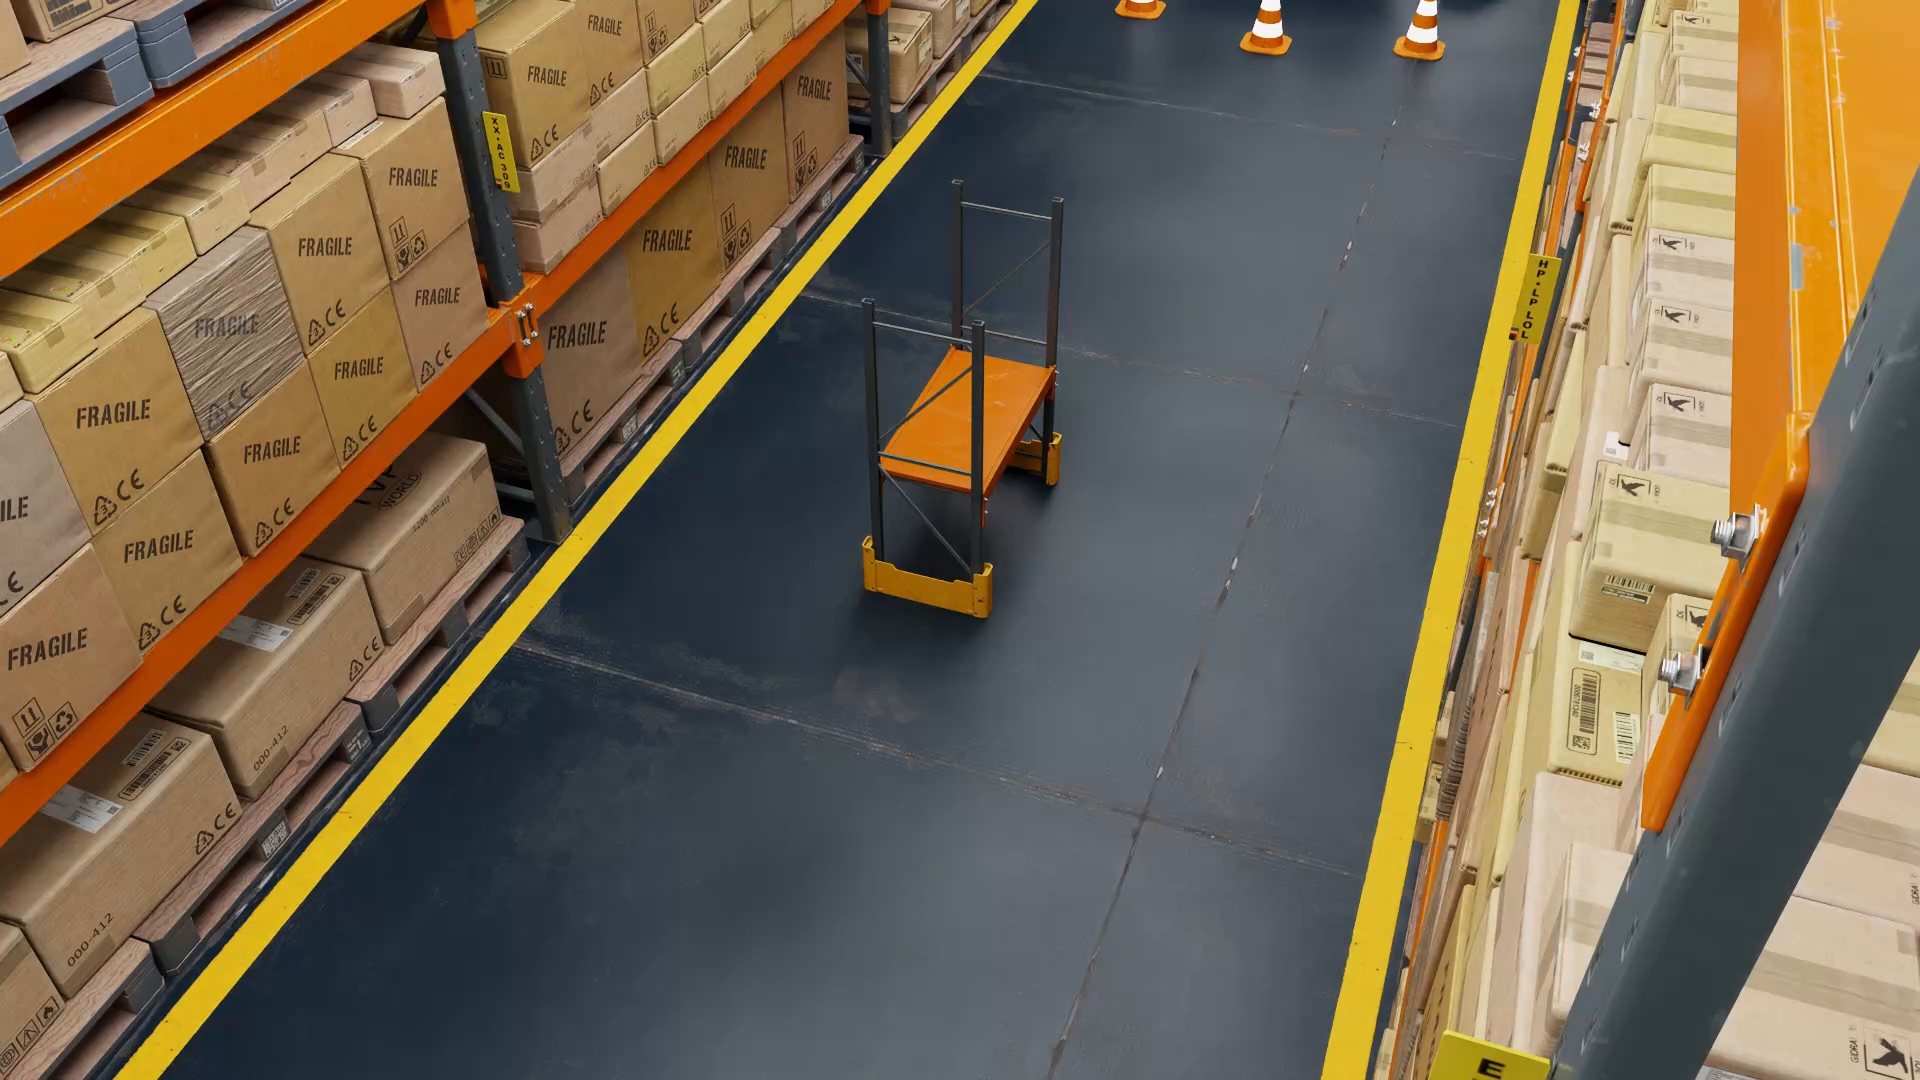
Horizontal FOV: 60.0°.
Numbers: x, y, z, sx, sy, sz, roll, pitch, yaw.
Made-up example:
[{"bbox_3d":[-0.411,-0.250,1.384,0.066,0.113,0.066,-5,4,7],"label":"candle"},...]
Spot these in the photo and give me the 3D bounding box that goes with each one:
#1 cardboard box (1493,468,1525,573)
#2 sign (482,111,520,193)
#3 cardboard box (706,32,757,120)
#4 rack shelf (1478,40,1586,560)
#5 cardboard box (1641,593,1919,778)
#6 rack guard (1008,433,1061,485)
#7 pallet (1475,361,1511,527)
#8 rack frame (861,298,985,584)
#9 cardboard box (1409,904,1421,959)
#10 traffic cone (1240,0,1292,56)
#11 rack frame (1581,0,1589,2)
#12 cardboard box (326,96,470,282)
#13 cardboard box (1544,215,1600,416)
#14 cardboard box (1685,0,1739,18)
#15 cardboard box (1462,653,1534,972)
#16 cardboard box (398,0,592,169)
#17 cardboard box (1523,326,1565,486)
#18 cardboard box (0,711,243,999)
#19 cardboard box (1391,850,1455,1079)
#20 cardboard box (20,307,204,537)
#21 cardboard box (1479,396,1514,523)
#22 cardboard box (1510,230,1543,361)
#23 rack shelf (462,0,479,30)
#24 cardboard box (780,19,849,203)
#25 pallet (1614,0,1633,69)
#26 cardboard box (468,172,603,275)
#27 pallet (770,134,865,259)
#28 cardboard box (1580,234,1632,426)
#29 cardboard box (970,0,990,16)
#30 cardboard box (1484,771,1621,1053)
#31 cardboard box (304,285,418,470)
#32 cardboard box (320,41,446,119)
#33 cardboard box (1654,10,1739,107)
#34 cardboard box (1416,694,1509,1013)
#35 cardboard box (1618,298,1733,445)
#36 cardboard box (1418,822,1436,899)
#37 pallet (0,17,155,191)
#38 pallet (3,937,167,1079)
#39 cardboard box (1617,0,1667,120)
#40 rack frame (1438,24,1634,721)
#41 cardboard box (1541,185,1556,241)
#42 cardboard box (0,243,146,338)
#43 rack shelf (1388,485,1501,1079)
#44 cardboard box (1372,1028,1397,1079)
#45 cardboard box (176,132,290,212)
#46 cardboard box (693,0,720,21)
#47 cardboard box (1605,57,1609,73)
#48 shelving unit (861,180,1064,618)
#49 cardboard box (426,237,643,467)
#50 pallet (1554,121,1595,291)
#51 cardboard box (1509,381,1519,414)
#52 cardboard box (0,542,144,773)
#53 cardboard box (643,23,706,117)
[{"bbox_3d":[1.826,0.178,4.877,0.500,0.500,0.500,13,42,15],"label":"cardboard box"},{"bbox_3d":[-1.770,-1.494,6.416,0.100,0.325,0.005,13,42,15],"label":"sign"},{"bbox_3d":[-1.348,-2.338,8.248,0.500,0.250,0.500,13,42,14],"label":"cardboard box"},{"bbox_3d":[3.078,-1.166,7.314,1.077,0.370,4.000,13,42,15],"label":"rack shelf"},{"bbox_3d":[1.128,0.240,2.223,0.380,0.149,0.250,12,42,14],"label":"cardboard box"},{"bbox_3d":[0.196,-0.445,8.033,0.587,0.250,0.087,13,42,15],"label":"rack guard"},{"bbox_3d":[3.075,-0.381,7.988,1.003,0.211,1.213,13,42,15],"label":"pallet"},{"bbox_3d":[-0.145,-0.313,6.914,0.500,1.500,0.032,13,42,15],"label":"rack frame"},{"bbox_3d":[1.660,1.264,5.326,0.380,0.149,0.250,14,42,16],"label":"cardboard box"},{"bbox_3d":[2.176,-3.706,11.690,0.336,0.463,0.334,13,42,15],"label":"traffic cone"},{"bbox_3d":[5.130,-5.099,11.370,1.000,3.000,0.127,13,42,15],"label":"rack frame"},{"bbox_3d":[-2.194,-1.326,6.100,0.500,0.500,0.500,13,42,15],"label":"cardboard box"},{"bbox_3d":[1.629,-0.460,3.736,0.500,0.250,0.500,15,43,17],"label":"cardboard box"},{"bbox_3d":[1.910,-1.198,3.909,0.380,0.149,0.250,13,42,15],"label":"cardboard box"},{"bbox_3d":[1.101,0.487,2.627,0.500,0.250,0.500,13,42,15],"label":"cardboard box"},{"bbox_3d":[-1.871,-1.880,6.749,0.500,0.500,0.500,14,42,16],"label":"cardboard box"},{"bbox_3d":[1.848,-0.211,4.563,0.500,0.500,0.500,12,42,14],"label":"cardboard box"},{"bbox_3d":[-3.223,1.013,5.856,0.875,0.438,0.875,14,43,16],"label":"cardboard box"},{"bbox_3d":[1.284,1.113,3.782,0.500,0.500,0.500,13,42,15],"label":"cardboard box"},{"bbox_3d":[-2.719,-0.402,5.017,0.500,0.500,0.500,13,42,15],"label":"cardboard box"},{"bbox_3d":[2.587,-0.249,7.287,0.500,0.500,0.500,12,42,14],"label":"cardboard box"},{"bbox_3d":[3.112,-1.186,8.385,0.500,0.500,0.500,14,42,16],"label":"cardboard box"},{"bbox_3d":[-1.608,-3.344,7.556,1.077,0.370,4.000,13,42,15],"label":"rack shelf"},{"bbox_3d":[-1.238,-2.645,9.807,0.875,0.875,0.875,13,42,15],"label":"cardboard box"},{"bbox_3d":[2.706,-1.643,5.152,1.213,0.211,1.003,13,42,15],"label":"pallet"},{"bbox_3d":[-1.893,-1.410,7.161,0.500,0.250,0.500,12,42,14],"label":"cardboard box"},{"bbox_3d":[-1.264,-2.172,10.087,1.003,0.211,1.213,13,42,15],"label":"pallet"},{"bbox_3d":[1.480,-0.321,3.188,0.500,0.250,0.500,12,42,13],"label":"cardboard box"},{"bbox_3d":[-0.212,-4.112,11.914,0.950,0.372,0.625,15,43,17],"label":"cardboard box"},{"bbox_3d":[0.945,0.608,2.099,0.500,0.250,0.500,12,42,14],"label":"cardboard box"},{"bbox_3d":[-2.381,-0.641,6.066,0.500,0.500,0.500,12,42,14],"label":"cardboard box"},{"bbox_3d":[-2.098,-1.664,5.996,0.380,0.149,0.250,12,42,14],"label":"cardboard box"},{"bbox_3d":[1.779,-1.050,3.735,0.380,0.149,0.250,12,42,14],"label":"cardboard box"},{"bbox_3d":[1.292,0.725,3.466,0.500,0.500,0.500,15,43,17],"label":"cardboard box"},{"bbox_3d":[1.332,-0.248,2.796,0.380,0.149,0.250,14,42,16],"label":"cardboard box"},{"bbox_3d":[1.841,1.181,5.881,0.380,0.149,0.250,13,42,15],"label":"cardboard box"},{"bbox_3d":[-3.000,-1.126,4.470,1.003,0.211,1.213,13,42,15],"label":"pallet"},{"bbox_3d":[-3.460,1.738,5.504,1.003,0.211,1.213,13,42,15],"label":"pallet"},{"bbox_3d":[2.004,-1.254,4.282,0.500,0.250,0.500,15,43,16],"label":"cardboard box"},{"bbox_3d":[2.395,-0.220,5.651,1.000,3.000,0.127,13,42,15],"label":"rack frame"},{"bbox_3d":[3.126,-1.478,8.149,0.500,0.250,0.500,13,42,15],"label":"cardboard box"},{"bbox_3d":[-2.664,-0.745,4.918,0.380,0.149,0.250,13,42,15],"label":"cardboard box"},{"bbox_3d":[1.711,1.273,4.454,1.077,0.370,4.000,13,42,15],"label":"rack shelf"},{"bbox_3d":[1.453,1.684,5.063,0.380,0.149,0.250,14,42,16],"label":"cardboard box"},{"bbox_3d":[-2.454,-1.219,5.474,0.380,0.149,0.250,13,42,15],"label":"cardboard box"},{"bbox_3d":[-1.378,-2.819,7.849,0.500,0.500,0.500,13,42,14],"label":"cardboard box"},{"bbox_3d":[3.328,-2.332,7.996,0.380,0.149,0.250,15,43,17],"label":"cardboard box"},{"bbox_3d":[0.026,-0.617,7.271,0.587,1.500,1.083,13,42,15],"label":"shelving unit"},{"bbox_3d":[-2.155,-1.004,7.883,0.875,0.875,0.875,15,43,16],"label":"cardboard box"},{"bbox_3d":[3.124,-1.370,7.147,1.003,0.211,1.213,13,42,15],"label":"pallet"},{"bbox_3d":[2.600,-0.535,7.044,0.500,0.250,0.500,15,43,17],"label":"cardboard box"},{"bbox_3d":[-2.888,0.295,4.970,0.500,0.500,0.500,13,42,15],"label":"cardboard box"},{"bbox_3d":[-1.527,-2.222,7.727,0.500,0.250,0.500,14,42,16],"label":"cardboard box"}]
